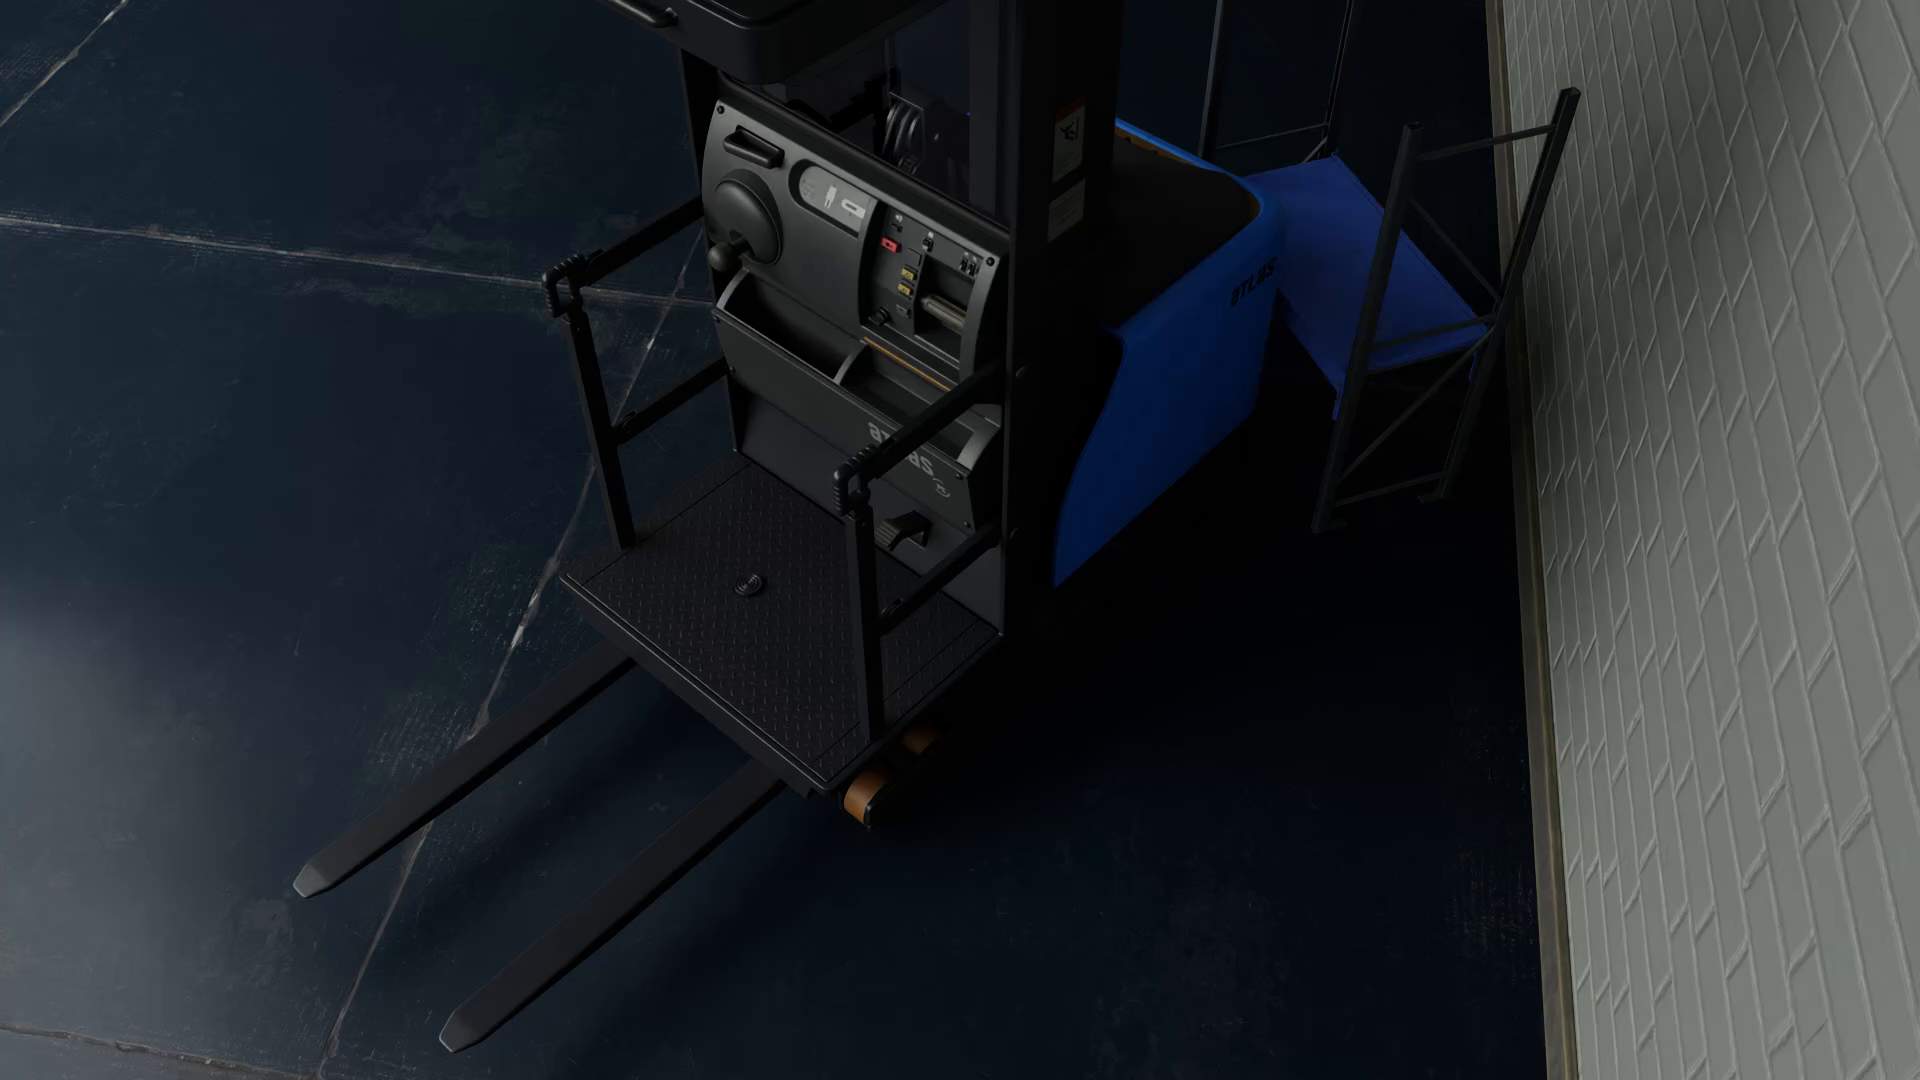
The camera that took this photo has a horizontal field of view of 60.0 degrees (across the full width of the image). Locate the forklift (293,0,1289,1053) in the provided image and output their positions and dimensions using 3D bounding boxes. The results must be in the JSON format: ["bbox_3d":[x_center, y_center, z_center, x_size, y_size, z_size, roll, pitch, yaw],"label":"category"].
[{"bbox_3d":[-0.417,-0.636,3.851,1.130,2.935,3.031,34,56,27],"label":"forklift"}]

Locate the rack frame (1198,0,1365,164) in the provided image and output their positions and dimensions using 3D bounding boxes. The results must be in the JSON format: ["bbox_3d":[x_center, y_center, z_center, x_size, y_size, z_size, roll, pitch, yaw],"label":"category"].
[{"bbox_3d":[1.008,-1.304,5.413,0.500,1.500,0.032,-15,50,-13],"label":"rack frame"}]

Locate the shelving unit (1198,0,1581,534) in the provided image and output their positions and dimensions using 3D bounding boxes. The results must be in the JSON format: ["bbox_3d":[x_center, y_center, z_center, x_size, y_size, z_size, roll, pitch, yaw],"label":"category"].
[{"bbox_3d":[1.181,-0.948,5.094,0.538,1.500,1.048,-15,50,-13],"label":"shelving unit"}]

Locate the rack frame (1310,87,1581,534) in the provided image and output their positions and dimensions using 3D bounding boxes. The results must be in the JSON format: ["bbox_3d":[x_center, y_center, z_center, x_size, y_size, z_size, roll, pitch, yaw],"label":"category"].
[{"bbox_3d":[1.354,-0.593,4.774,0.500,1.500,0.032,-15,50,-13],"label":"rack frame"}]

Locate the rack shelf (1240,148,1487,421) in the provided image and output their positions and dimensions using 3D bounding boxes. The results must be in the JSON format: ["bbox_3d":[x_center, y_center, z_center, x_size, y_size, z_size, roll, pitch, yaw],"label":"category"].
[{"bbox_3d":[1.181,-0.828,5.228,0.538,0.185,1.000,-15,50,-13],"label":"rack shelf"}]
